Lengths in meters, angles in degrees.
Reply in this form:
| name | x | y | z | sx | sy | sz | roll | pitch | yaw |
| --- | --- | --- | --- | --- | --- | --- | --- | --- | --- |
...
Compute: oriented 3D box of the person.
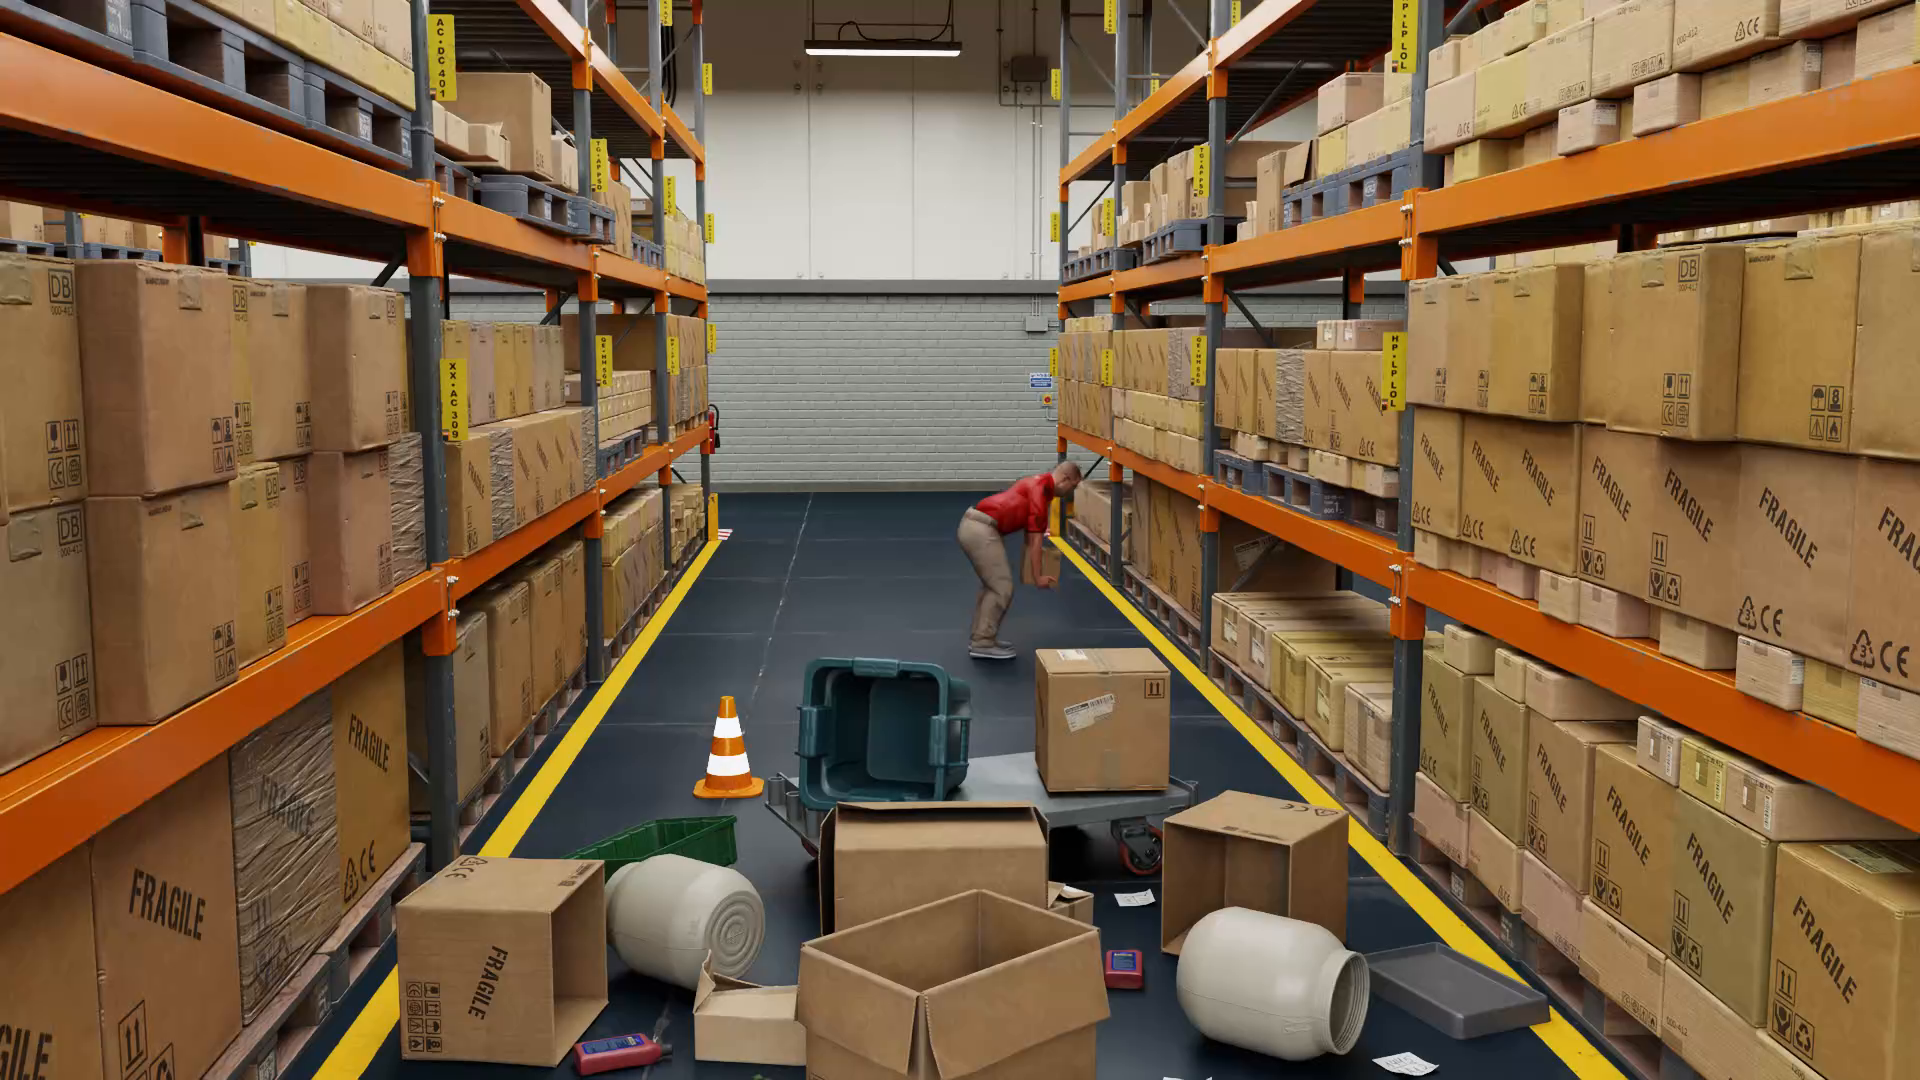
| name | x | y | z | sx | sy | sz | roll | pitch | yaw |
| --- | --- | --- | --- | --- | --- | --- | --- | --- | --- |
| person | 0.421 | 0.133 | 11.726 | 0.875 | 1.374 | 0.477 | -1 | 7 | -5 |
